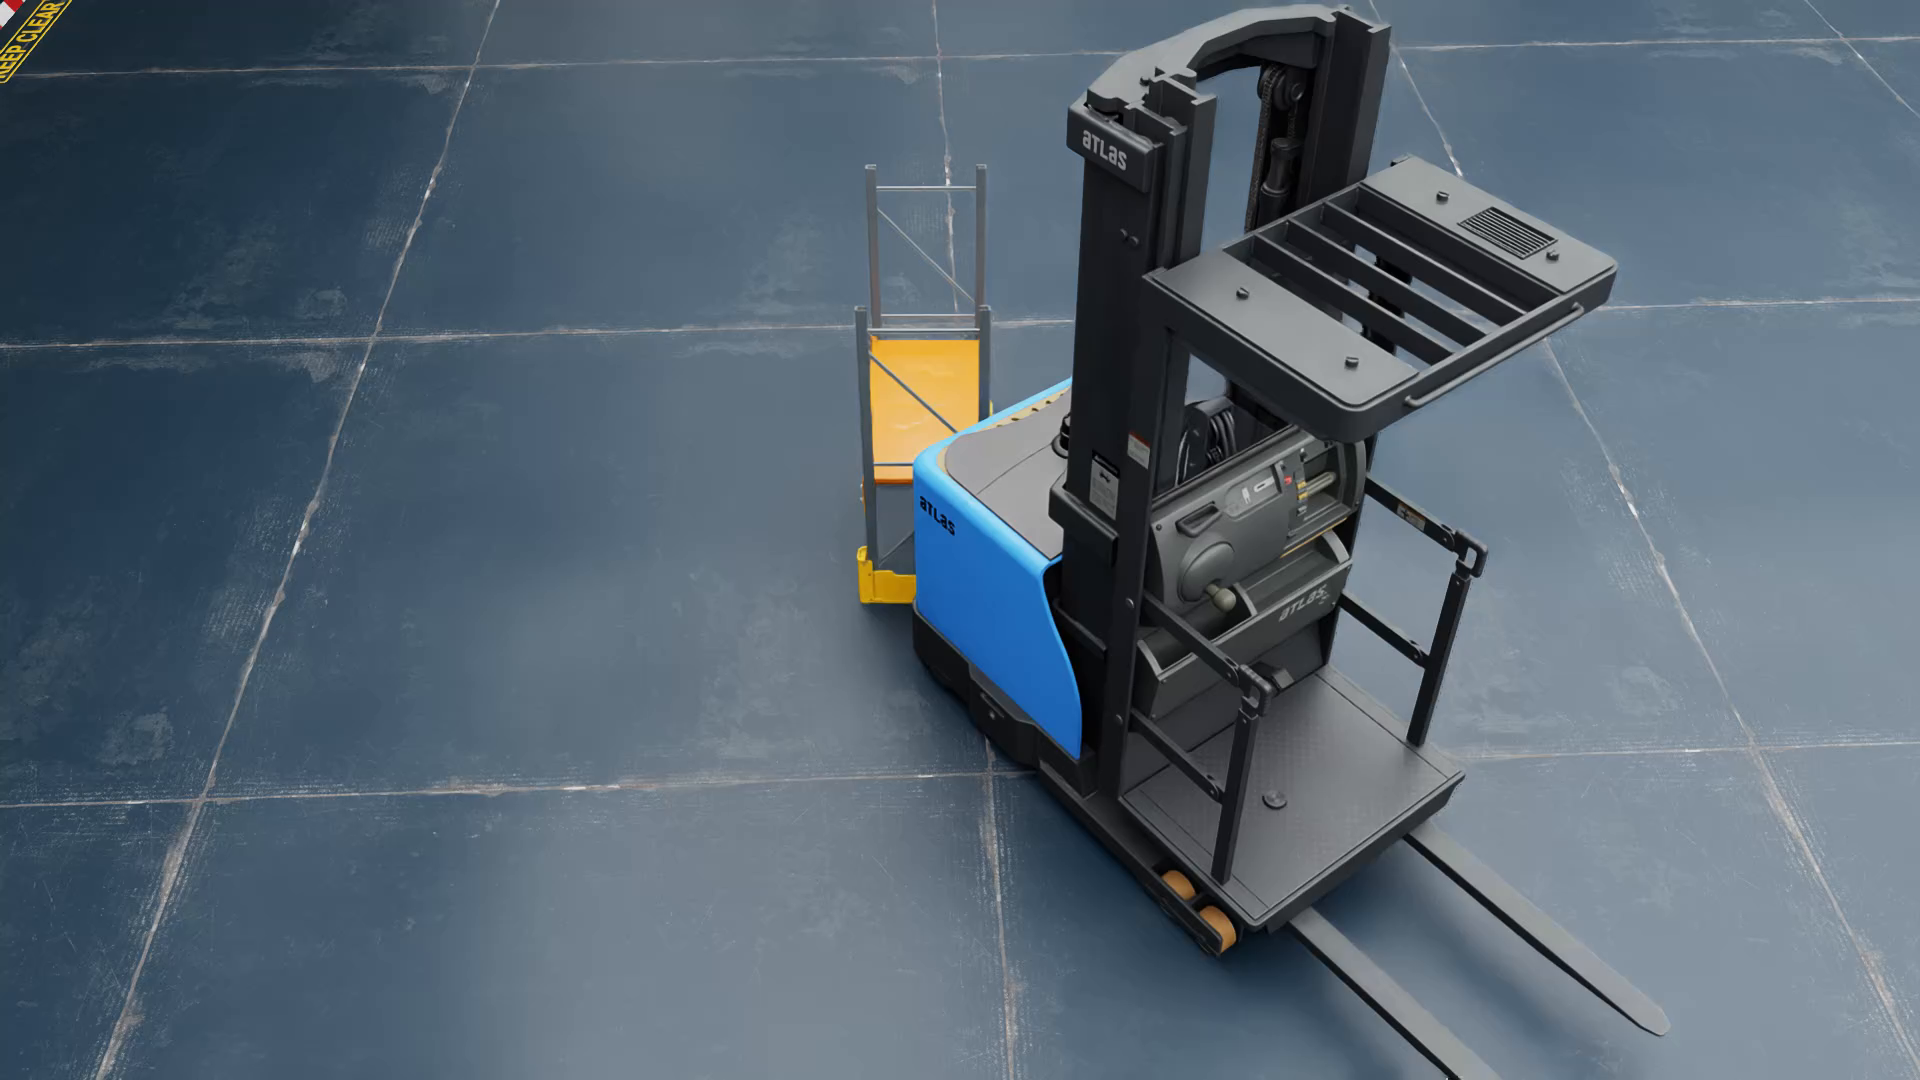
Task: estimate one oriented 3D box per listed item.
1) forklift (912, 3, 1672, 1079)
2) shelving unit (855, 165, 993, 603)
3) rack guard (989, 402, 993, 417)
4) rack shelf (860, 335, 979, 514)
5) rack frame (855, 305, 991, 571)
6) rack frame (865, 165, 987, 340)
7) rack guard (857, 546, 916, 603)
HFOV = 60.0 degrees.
[{"bbox_3d":[1.107,-0.018,5.250,1.130,2.935,3.031,-28,49,-27],"label":"forklift"},{"bbox_3d":[-0.138,-0.649,6.998,0.587,1.500,1.083,0,43,0],"label":"shelving unit"},{"bbox_3d":[-0.140,-0.525,7.787,0.587,0.250,0.087,0,43,0],"label":"rack guard"},{"bbox_3d":[-0.138,-0.510,7.113,0.538,0.185,1.000,0,43,0],"label":"rack shelf"},{"bbox_3d":[-0.136,-0.300,6.617,0.500,1.500,0.032,0,43,0],"label":"rack frame"},{"bbox_3d":[-0.140,-0.987,7.366,0.500,1.500,0.032,0,43,0],"label":"rack frame"},{"bbox_3d":[-0.136,0.148,7.053,0.587,0.250,0.087,0,43,0],"label":"rack guard"}]
